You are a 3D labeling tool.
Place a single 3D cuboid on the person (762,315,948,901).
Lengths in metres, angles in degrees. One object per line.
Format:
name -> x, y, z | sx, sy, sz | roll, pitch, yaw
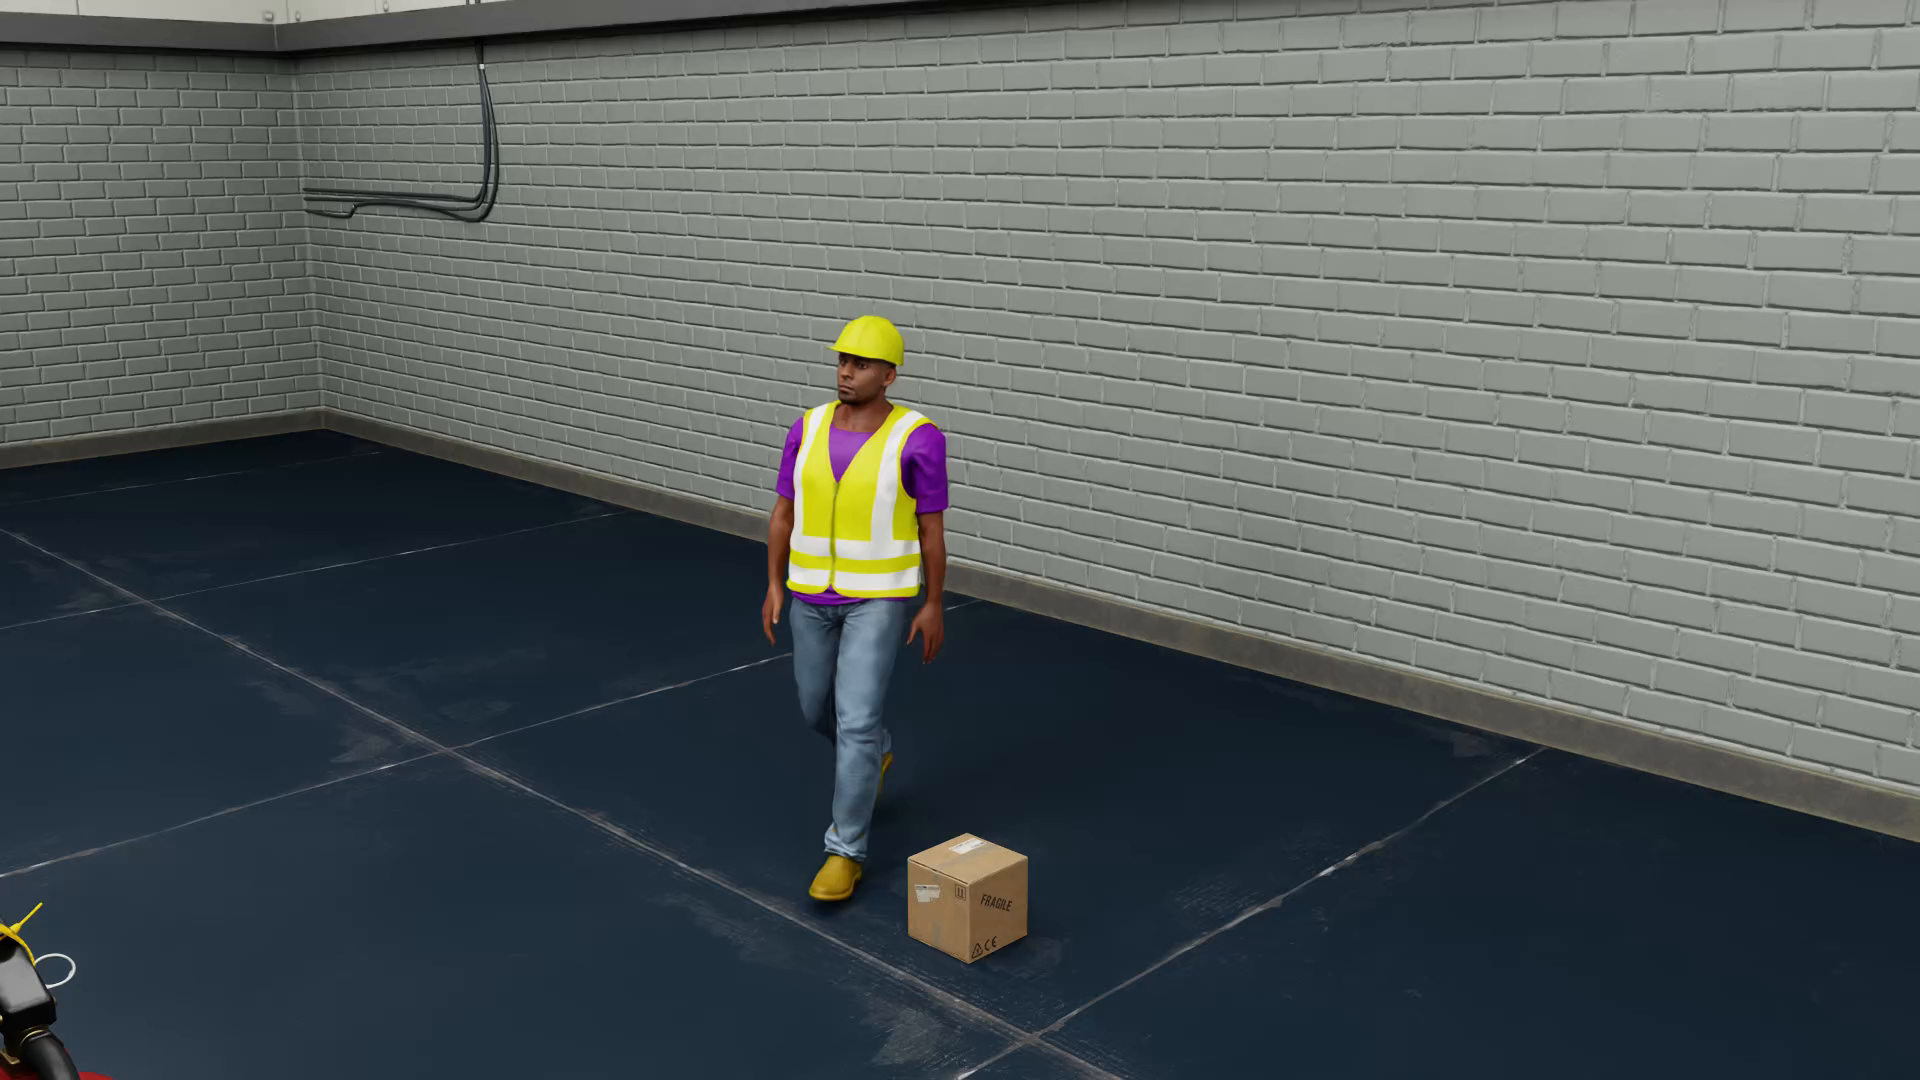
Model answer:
person -> -0.358, 0.172, 5.238 | 0.581, 1.742, 0.897 | 6, 15, 23
